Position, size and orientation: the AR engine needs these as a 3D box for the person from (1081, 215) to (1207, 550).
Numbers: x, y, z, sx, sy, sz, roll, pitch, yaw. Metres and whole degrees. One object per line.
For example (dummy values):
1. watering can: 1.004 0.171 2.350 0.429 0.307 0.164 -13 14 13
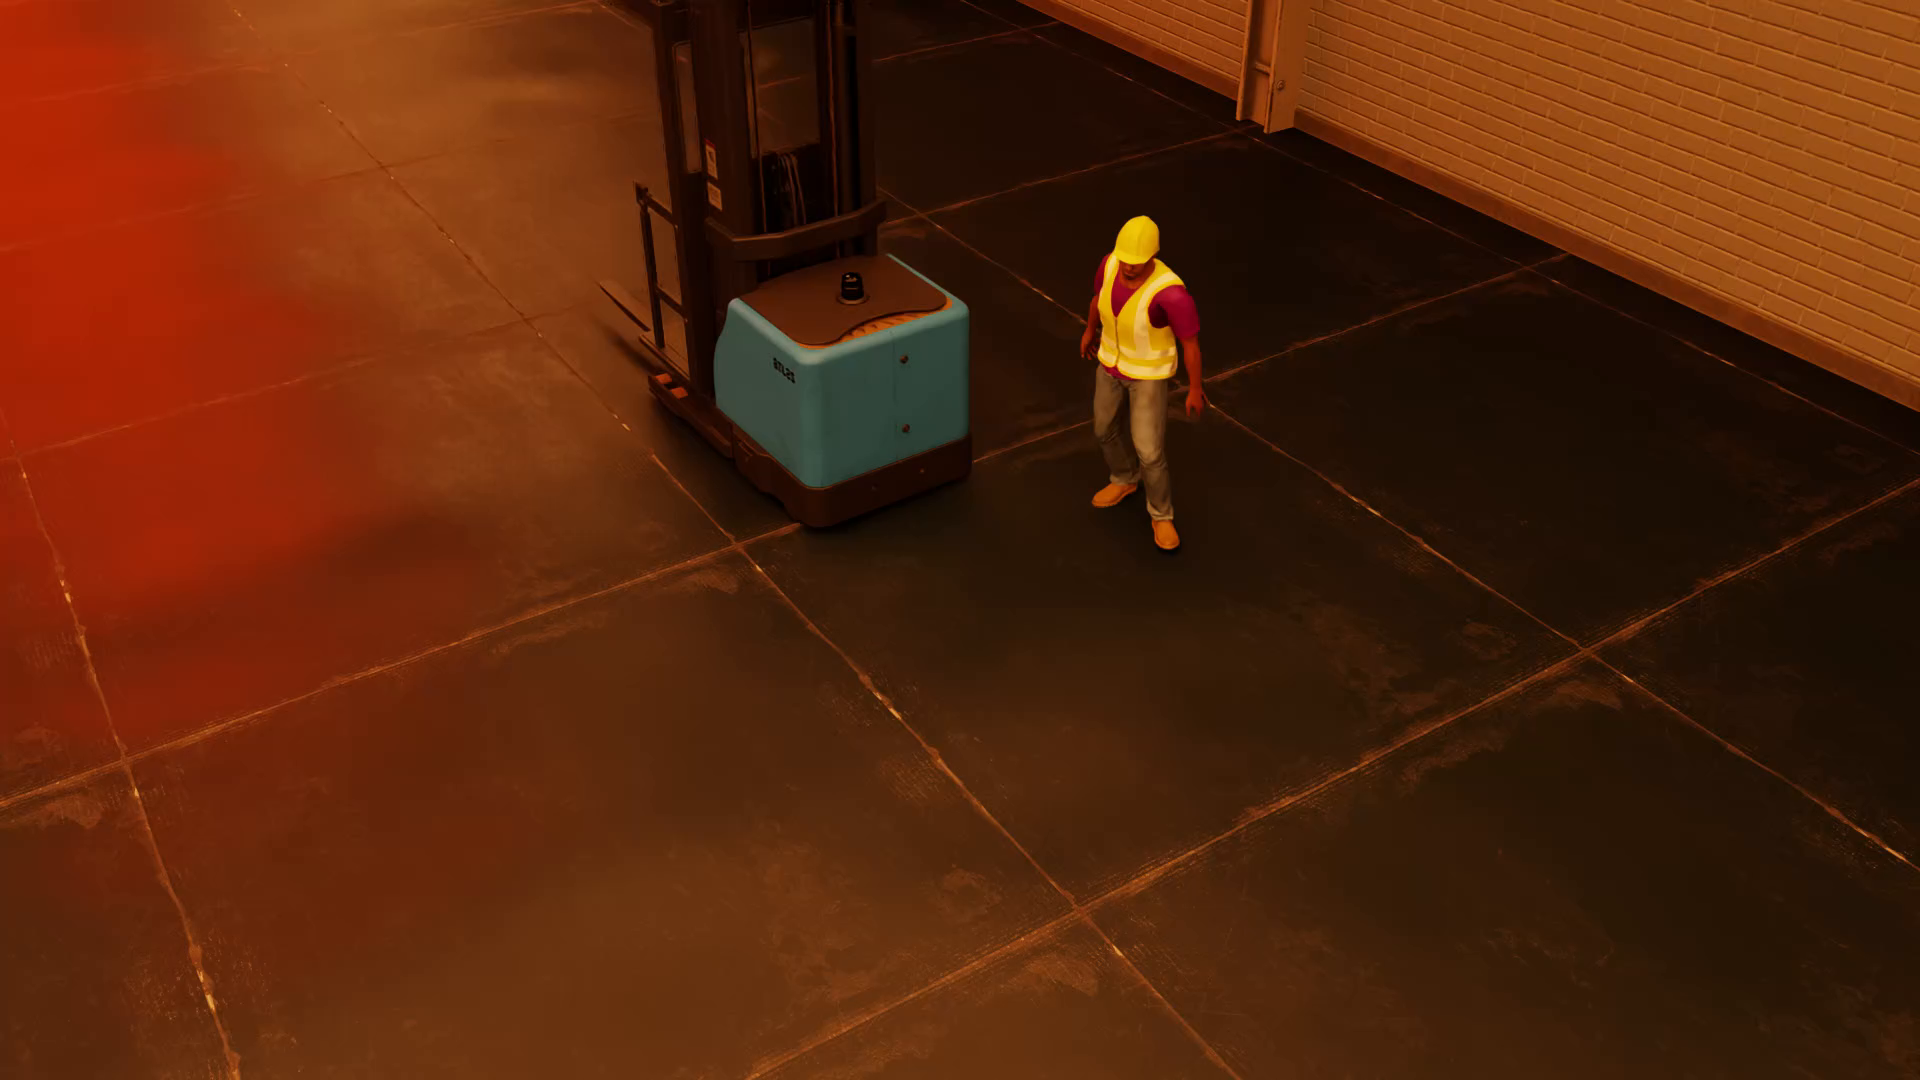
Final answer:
1. person: 0.879 -0.858 8.426 0.468 1.733 0.889 -28 44 -34

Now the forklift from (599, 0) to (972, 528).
1. forklift: -1.185 -2.068 9.090 1.130 2.935 3.031 -22 40 -28
